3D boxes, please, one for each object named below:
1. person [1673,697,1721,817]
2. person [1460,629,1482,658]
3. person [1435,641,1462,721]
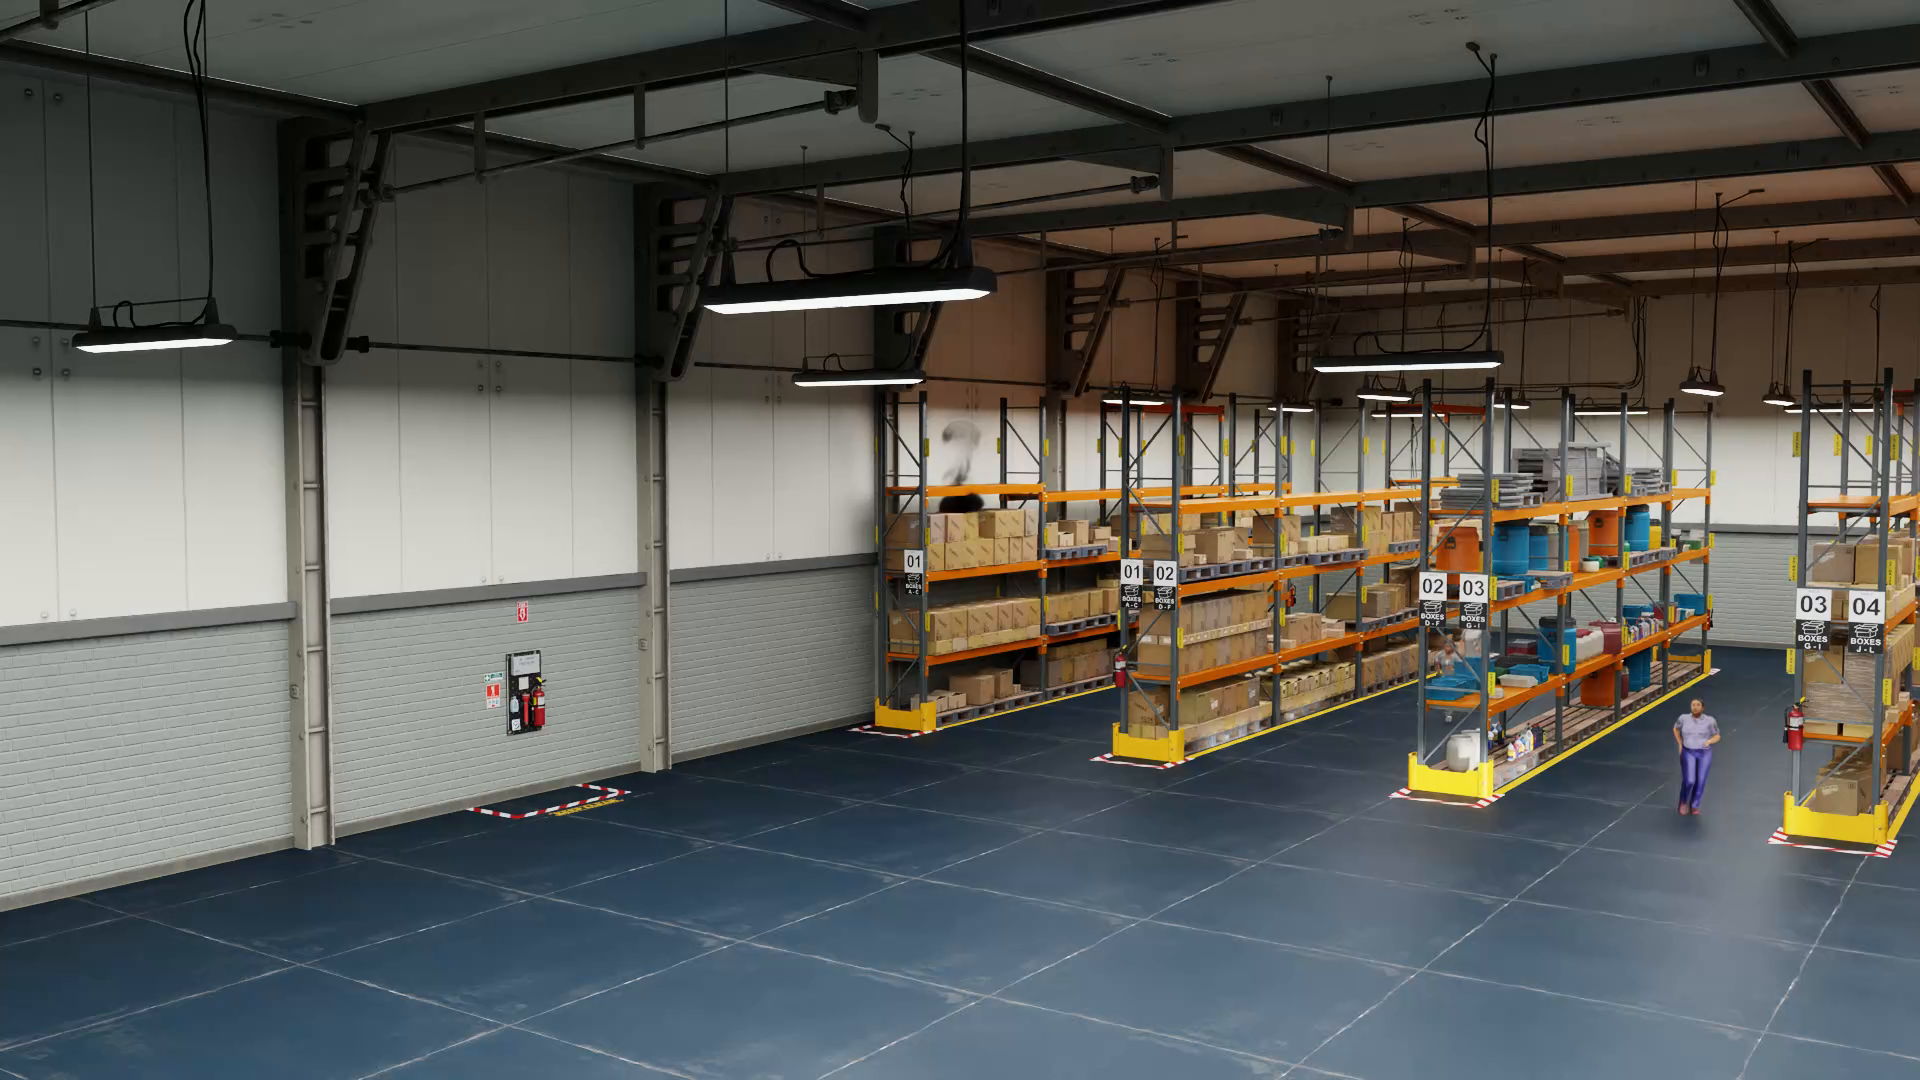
[{"bbox_3d":[9.960,2.946,22.483,0.580,1.638,0.638,1,3,21],"label":"person"},{"bbox_3d":[10.286,2.341,33.341,0.556,1.637,0.584,2,4,28],"label":"person"},{"bbox_3d":[8.868,2.561,30.209,0.524,1.525,0.735,1,3,25],"label":"person"}]
